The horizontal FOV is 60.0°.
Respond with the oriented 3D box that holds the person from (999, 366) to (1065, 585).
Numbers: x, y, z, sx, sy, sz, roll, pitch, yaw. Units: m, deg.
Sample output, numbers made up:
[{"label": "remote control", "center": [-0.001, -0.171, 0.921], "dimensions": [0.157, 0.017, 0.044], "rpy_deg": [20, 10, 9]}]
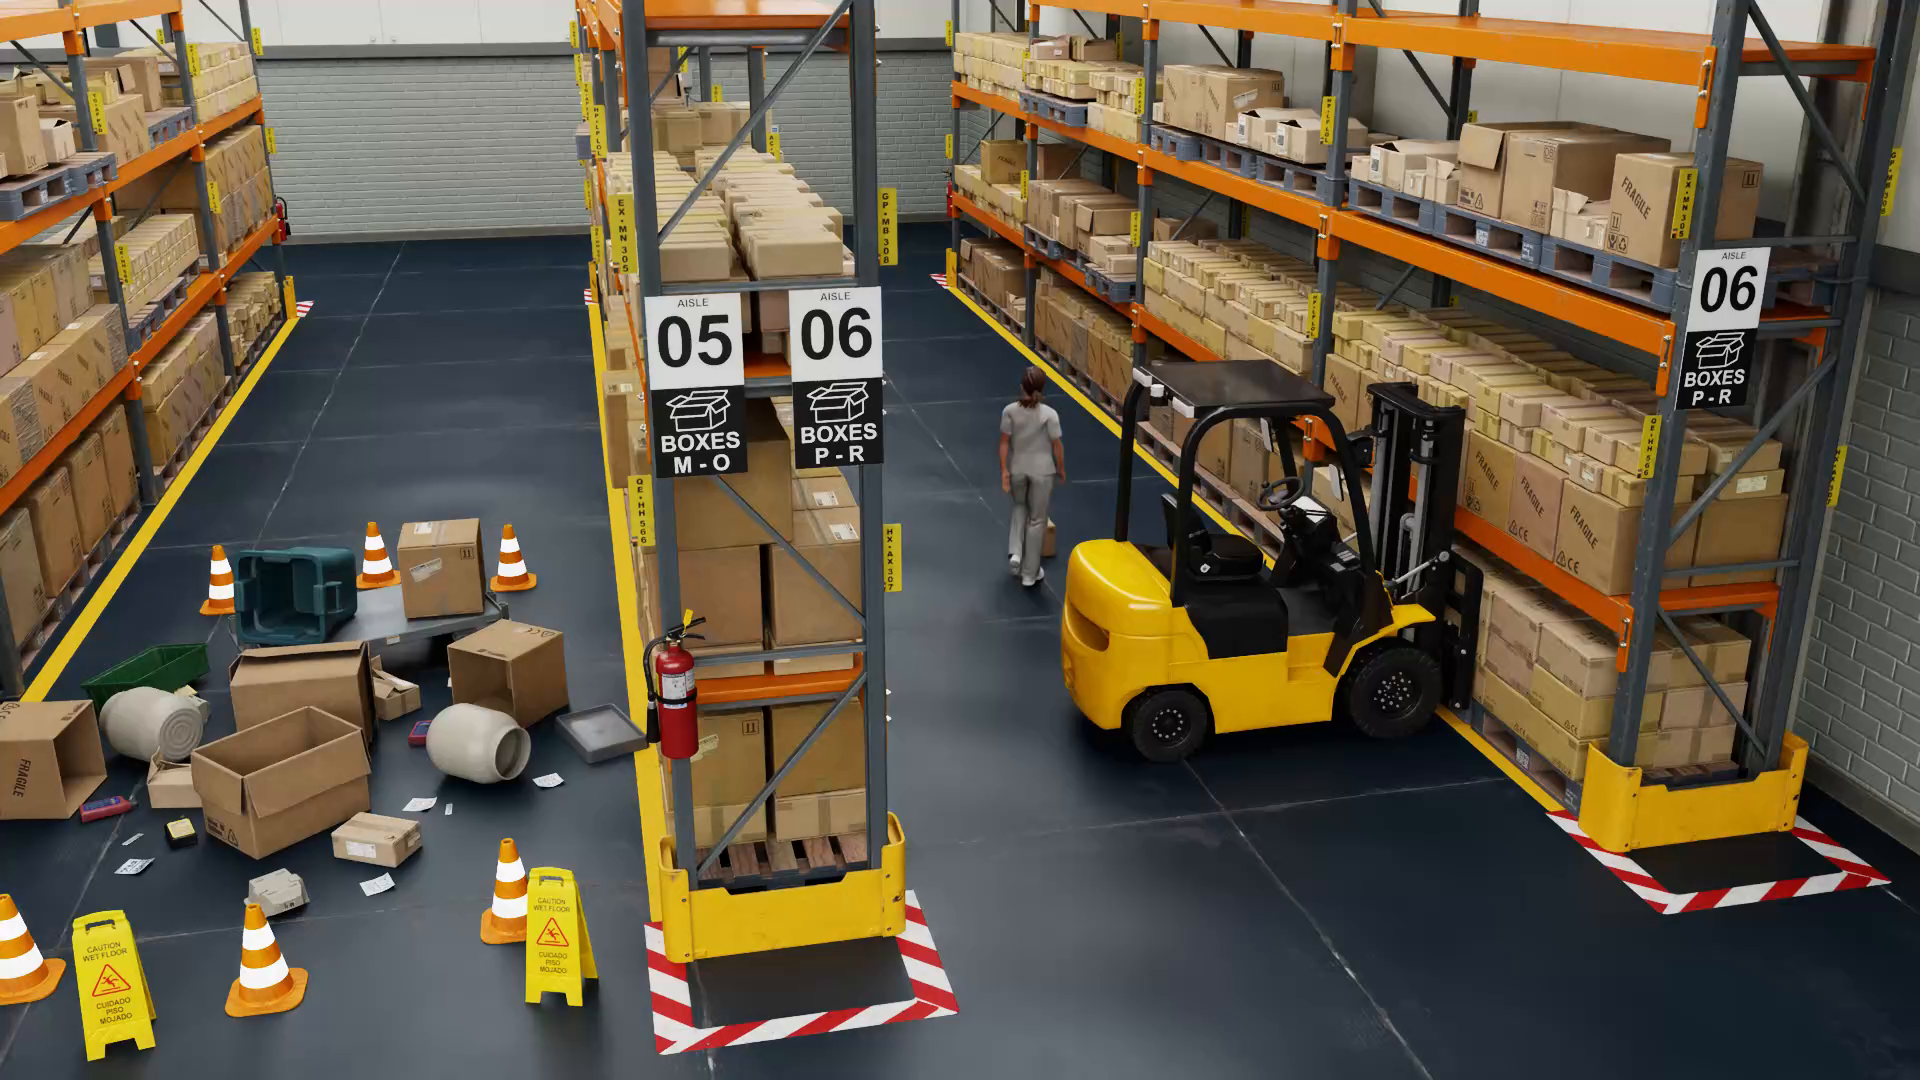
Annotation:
[{"label": "person", "center": [0.546, -0.483, 12.402], "dimensions": [0.458, 1.687, 0.467], "rpy_deg": [8, 21, 22]}]
